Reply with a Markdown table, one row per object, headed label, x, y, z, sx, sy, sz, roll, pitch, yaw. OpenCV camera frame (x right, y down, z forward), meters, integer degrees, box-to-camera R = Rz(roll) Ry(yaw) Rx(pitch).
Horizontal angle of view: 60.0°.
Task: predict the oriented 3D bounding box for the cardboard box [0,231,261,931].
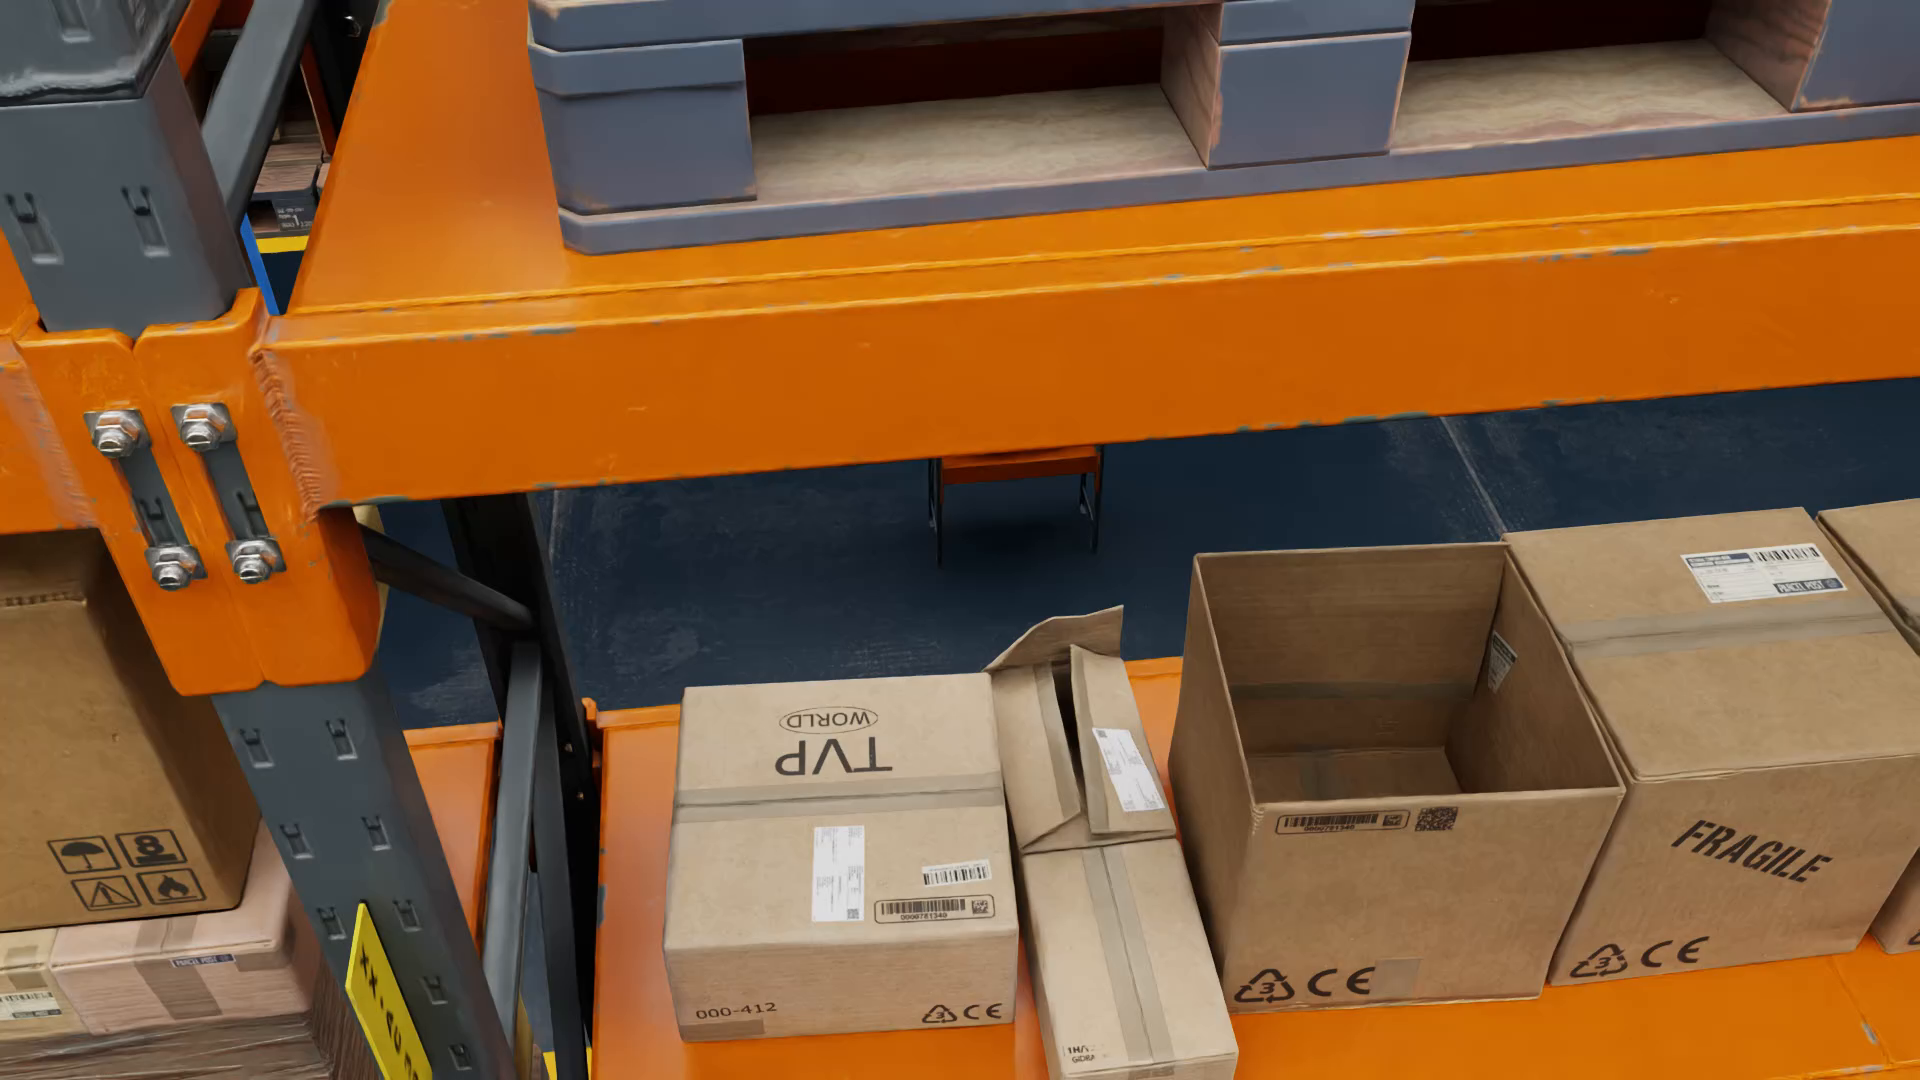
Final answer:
| label | x | y | z | sx | sy | sz | roll | pitch | yaw |
| --- | --- | --- | --- | --- | --- | --- | --- | --- | --- |
| cardboard box | -1.104 | 0.021 | 1.943 | 0.500 | 0.500 | 0.700 | -5 | 42 | -5 |

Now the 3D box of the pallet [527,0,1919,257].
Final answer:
| label | x | y | z | sx | sy | sz | roll | pitch | yaw |
| --- | --- | --- | --- | --- | --- | --- | --- | --- | --- |
| pallet | 0.208 | -0.630 | 1.613 | 1.217 | 0.209 | 0.805 | -7 | 42 | -7 |

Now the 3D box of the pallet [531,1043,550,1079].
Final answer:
| label | x | y | z | sx | sy | sz | roll | pitch | yaw |
| --- | --- | --- | --- | --- | --- | --- | --- | --- | --- |
| pallet | -1.459 | 1.574 | 3.347 | 1.213 | 0.211 | 1.003 | -5 | 42 | -6 |

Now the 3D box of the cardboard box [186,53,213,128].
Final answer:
| label | x | y | z | sx | sy | sz | roll | pitch | yaw |
| --- | --- | --- | --- | --- | --- | --- | --- | --- | --- |
| cardboard box | -3.280 | -1.760 | 6.500 | 0.500 | 0.500 | 0.700 | -7 | 43 | -8 |

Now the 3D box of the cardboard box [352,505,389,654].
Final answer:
| label | x | y | z | sx | sy | sz | roll | pitch | yaw |
| --- | --- | --- | --- | --- | --- | --- | --- | --- | --- |
| cardboard box | -0.957 | 0.114 | 2.325 | 0.250 | 0.149 | 0.380 | -5 | 42 | -6 |

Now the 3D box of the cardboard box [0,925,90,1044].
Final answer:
| label | x | y | z | sx | sy | sz | roll | pitch | yaw |
| --- | --- | --- | --- | --- | --- | --- | --- | --- | --- |
| cardboard box | -1.152 | 0.406 | 2.002 | 0.250 | 0.149 | 0.380 | -6 | 42 | -6 |

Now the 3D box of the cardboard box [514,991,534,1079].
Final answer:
| label | x | y | z | sx | sy | sz | roll | pitch | yaw |
| --- | --- | --- | --- | --- | --- | --- | --- | --- | --- |
| cardboard box | -1.164 | 1.202 | 3.418 | 0.500 | 0.250 | 0.500 | -5 | 42 | -6 |

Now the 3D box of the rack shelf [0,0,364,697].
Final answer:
| label | x | y | z | sx | sy | sz | roll | pitch | yaw |
| --- | --- | --- | --- | --- | --- | --- | --- | --- | --- |
| rack shelf | -2.648 | -0.175 | 1.503 | 4.000 | 0.370 | 1.077 | -5 | 42 | -6 |

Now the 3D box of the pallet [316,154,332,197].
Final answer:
| label | x | y | z | sx | sy | sz | roll | pitch | yaw |
| --- | --- | --- | --- | --- | --- | --- | --- | --- | --- |
| pallet | -1.972 | -1.675 | 6.949 | 1.213 | 0.211 | 1.003 | -5 | 42 | -6 |

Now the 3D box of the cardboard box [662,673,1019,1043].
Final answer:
| label | x | y | z | sx | sy | sz | roll | pitch | yaw |
| --- | --- | --- | --- | --- | --- | --- | --- | --- | --- |
| cardboard box | -0.183 | 0.481 | 2.589 | 0.500 | 0.250 | 0.500 | -3 | 42 | -3 |

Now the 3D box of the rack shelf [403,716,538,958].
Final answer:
| label | x | y | z | sx | sy | sz | roll | pitch | yaw |
| --- | --- | --- | --- | --- | --- | --- | --- | --- | --- |
| rack shelf | -2.648 | 0.938 | 2.507 | 4.000 | 0.370 | 1.077 | -5 | 42 | -6 |

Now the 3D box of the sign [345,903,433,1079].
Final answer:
| label | x | y | z | sx | sy | sz | roll | pitch | yaw |
| --- | --- | --- | --- | --- | --- | --- | --- | --- | --- |
| sign | -0.592 | 0.515 | 1.734 | 0.005 | 0.325 | 0.100 | -5 | 42 | -6 |

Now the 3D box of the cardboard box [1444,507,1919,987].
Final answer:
| label | x | y | z | sx | sy | sz | roll | pitch | yaw |
| --- | --- | --- | --- | --- | --- | --- | --- | --- | --- |
| cardboard box | 1.118 | 0.315 | 2.586 | 0.500 | 0.500 | 0.500 | -5 | 42 | -5 |

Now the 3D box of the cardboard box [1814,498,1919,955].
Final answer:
| label | x | y | z | sx | sy | sz | roll | pitch | yaw |
| --- | --- | --- | --- | --- | --- | --- | --- | --- | --- |
| cardboard box | 1.640 | 0.270 | 2.637 | 0.500 | 0.500 | 0.500 | -7 | 43 | -8 |

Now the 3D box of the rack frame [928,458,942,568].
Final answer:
| label | x | y | z | sx | sy | sz | roll | pitch | yaw |
| --- | --- | --- | --- | --- | --- | --- | --- | --- | --- |
| rack frame | -0.078 | -0.439 | 4.841 | 0.015 | 1.200 | 0.240 | -5 | 42 | -6 |

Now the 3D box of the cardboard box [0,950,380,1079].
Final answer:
| label | x | y | z | sx | sy | sz | roll | pitch | yaw |
| --- | --- | --- | --- | --- | --- | --- | --- | --- | --- |
| cardboard box | -1.104 | 0.503 | 2.378 | 0.500 | 0.500 | 0.700 | -6 | 42 | -7 |

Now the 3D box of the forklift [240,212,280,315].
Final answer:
| label | x | y | z | sx | sy | sz | roll | pitch | yaw |
| --- | --- | --- | --- | --- | --- | --- | --- | --- | --- |
| forklift | -3.590 | -1.029 | 4.202 | 3.031 | 2.935 | 1.130 | -1 | 42 | -1 |

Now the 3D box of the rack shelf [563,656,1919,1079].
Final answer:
| label | x | y | z | sx | sy | sz | roll | pitch | yaw |
| --- | --- | --- | --- | --- | --- | --- | --- | --- | --- |
| rack shelf | 1.318 | 0.591 | 2.892 | 4.000 | 0.370 | 1.077 | -5 | 42 | -6 |

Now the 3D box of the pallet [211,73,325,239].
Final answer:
| label | x | y | z | sx | sy | sz | roll | pitch | yaw |
| --- | --- | --- | --- | --- | --- | --- | --- | --- | --- |
| pallet | -3.185 | -1.567 | 6.829 | 1.213 | 0.211 | 1.003 | -5 | 42 | -6 |

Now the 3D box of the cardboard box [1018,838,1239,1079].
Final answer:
| label | x | y | z | sx | sy | sz | roll | pitch | yaw |
| --- | --- | --- | --- | --- | --- | --- | --- | --- | --- |
| cardboard box | 0.240 | 0.650 | 2.478 | 0.250 | 0.149 | 0.380 | -5 | 42 | -6 |

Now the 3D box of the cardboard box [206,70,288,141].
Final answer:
| label | x | y | z | sx | sy | sz | roll | pitch | yaw |
| --- | --- | --- | --- | --- | --- | --- | --- | --- | --- |
| cardboard box | -2.900 | -1.771 | 6.774 | 0.250 | 0.149 | 0.380 | -8 | 43 | -9 |

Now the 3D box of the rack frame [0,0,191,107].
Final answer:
| label | x | y | z | sx | sy | sz | roll | pitch | yaw |
| --- | --- | --- | --- | --- | --- | --- | --- | --- | --- |
| rack frame | -0.665 | -1.730 | 0.450 | 0.127 | 3.000 | 1.000 | -5 | 42 | -6 |

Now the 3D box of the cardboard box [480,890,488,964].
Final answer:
| label | x | y | z | sx | sy | sz | roll | pitch | yaw |
| --- | --- | --- | --- | --- | --- | --- | --- | --- | --- |
| cardboard box | -1.165 | 0.916 | 3.174 | 0.500 | 0.500 | 0.500 | -5 | 42 | -6 |

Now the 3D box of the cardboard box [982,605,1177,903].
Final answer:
| label | x | y | z | sx | sy | sz | roll | pitch | yaw |
| --- | --- | --- | --- | --- | --- | --- | --- | --- | --- |
| cardboard box | 0.183 | 0.349 | 2.724 | 0.258 | 0.266 | 0.396 | -6 | 42 | -7 |

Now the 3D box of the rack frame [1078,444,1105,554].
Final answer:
| label | x | y | z | sx | sy | sz | roll | pitch | yaw |
| --- | --- | --- | --- | --- | --- | --- | --- | --- | --- |
| rack frame | 0.406 | -0.481 | 4.888 | 0.015 | 1.200 | 0.240 | -5 | 42 | -6 |

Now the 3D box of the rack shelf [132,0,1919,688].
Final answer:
| label | x | y | z | sx | sy | sz | roll | pitch | yaw |
| --- | --- | --- | --- | --- | --- | --- | --- | --- | --- |
| rack shelf | 1.318 | -0.523 | 1.888 | 4.000 | 0.370 | 1.077 | -5 | 42 | -6 |

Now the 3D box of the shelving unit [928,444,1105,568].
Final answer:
| label | x | y | z | sx | sy | sz | roll | pitch | yaw |
| --- | --- | --- | --- | --- | --- | --- | --- | --- | --- |
| shelving unit | 0.164 | -0.460 | 4.864 | 0.503 | 1.200 | 0.258 | -5 | 42 | -6 |

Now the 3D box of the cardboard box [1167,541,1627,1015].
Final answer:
| label | x | y | z | sx | sy | sz | roll | pitch | yaw |
| --- | --- | --- | --- | --- | --- | --- | --- | --- | --- |
| cardboard box | 0.621 | 0.359 | 2.538 | 0.500 | 0.500 | 0.500 | -2 | 42 | -2 |

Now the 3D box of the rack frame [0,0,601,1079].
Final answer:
| label | x | y | z | sx | sy | sz | roll | pitch | yaw |
| --- | --- | --- | --- | --- | --- | --- | --- | --- | --- |
| rack frame | -0.665 | 0.498 | 2.459 | 0.127 | 3.000 | 1.000 | -5 | 42 | -6 |

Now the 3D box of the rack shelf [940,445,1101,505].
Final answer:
| label | x | y | z | sx | sy | sz | roll | pitch | yaw |
| --- | --- | --- | --- | --- | --- | --- | --- | --- | --- |
| rack shelf | 0.164 | -0.263 | 5.042 | 0.480 | 0.148 | 0.258 | -5 | 42 | -6 |

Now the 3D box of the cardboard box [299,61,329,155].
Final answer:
| label | x | y | z | sx | sy | sz | roll | pitch | yaw |
| --- | --- | --- | --- | --- | --- | --- | --- | --- | --- |
| cardboard box | -2.335 | -1.910 | 6.666 | 0.500 | 0.500 | 0.500 | -8 | 43 | -9 |

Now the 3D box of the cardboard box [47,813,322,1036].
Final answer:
| label | x | y | z | sx | sy | sz | roll | pitch | yaw |
| --- | --- | --- | --- | --- | --- | --- | --- | --- | --- |
| cardboard box | -0.907 | 0.385 | 2.024 | 0.250 | 0.149 | 0.380 | -5 | 42 | -6 |
